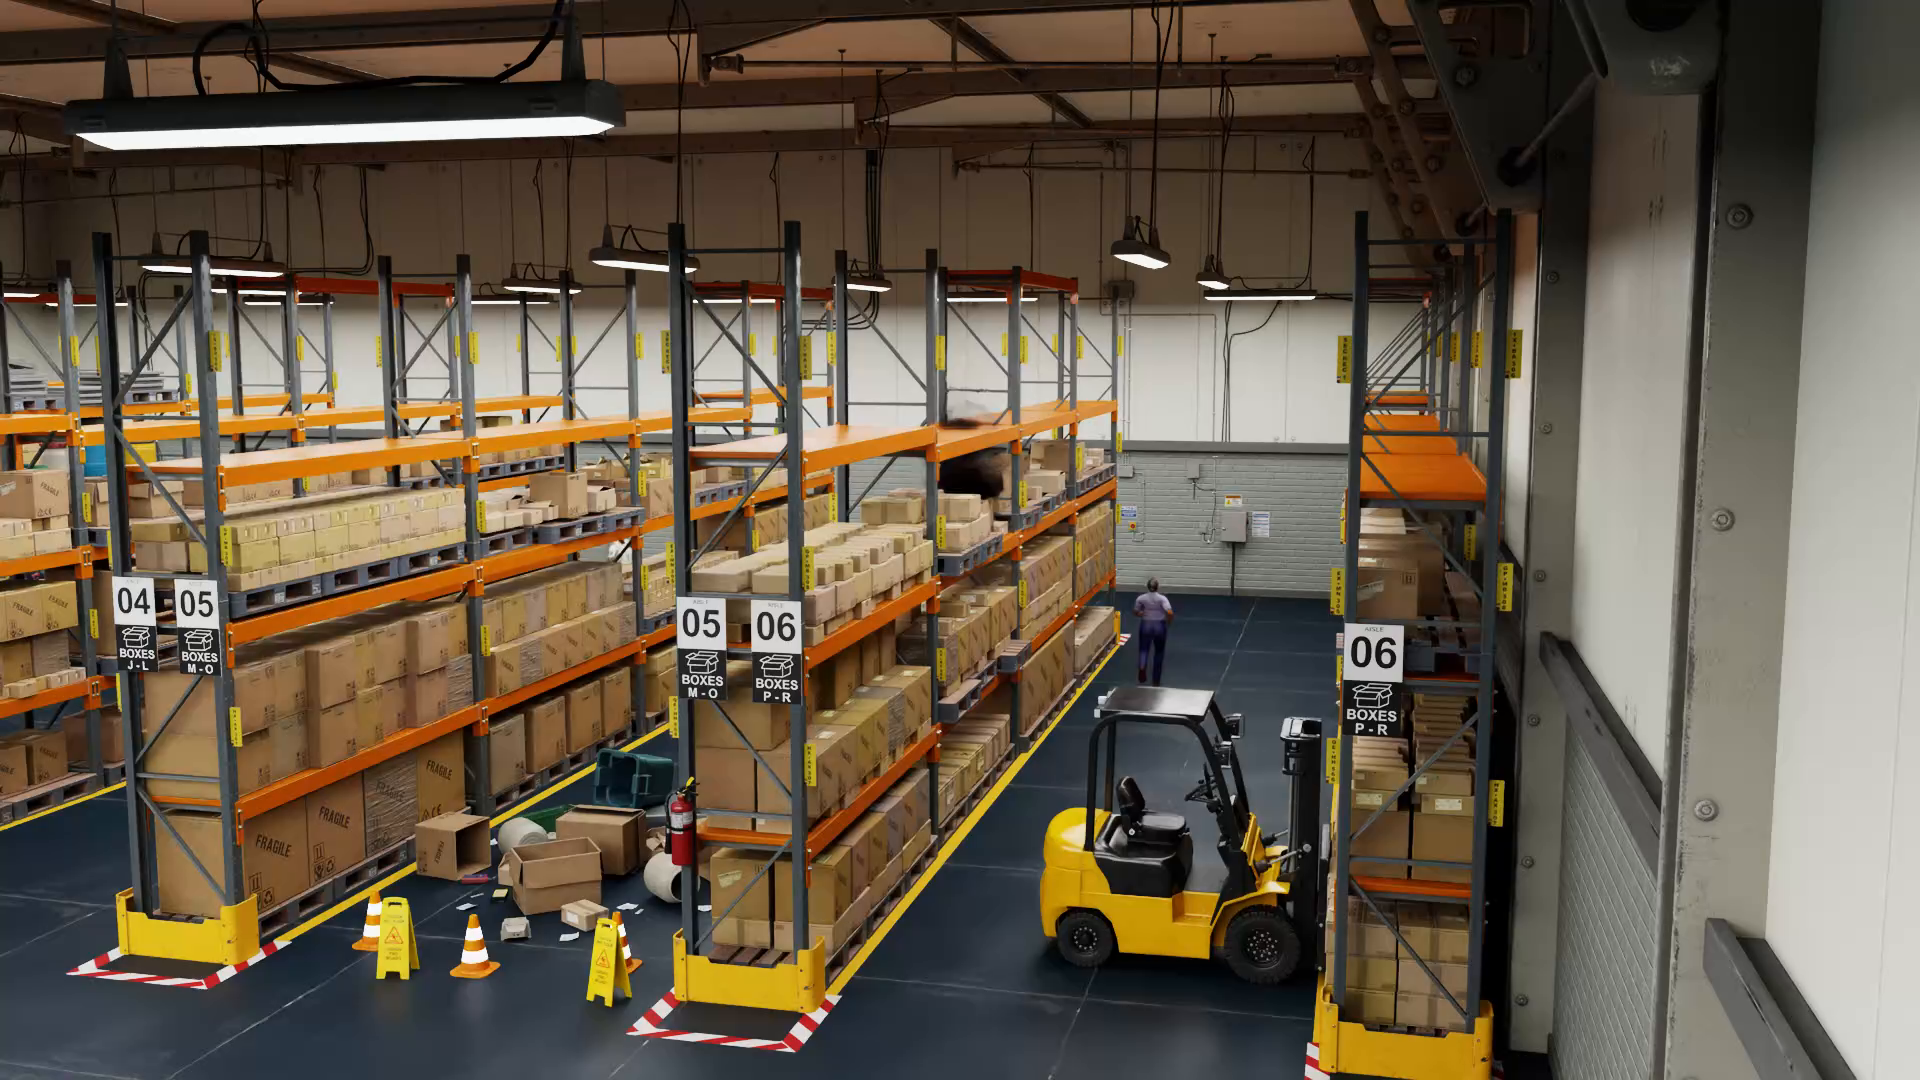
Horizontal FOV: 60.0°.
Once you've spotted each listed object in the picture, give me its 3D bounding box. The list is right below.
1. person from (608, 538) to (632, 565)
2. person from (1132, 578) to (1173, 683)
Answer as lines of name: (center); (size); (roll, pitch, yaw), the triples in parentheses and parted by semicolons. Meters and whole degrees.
person: (-6.213, 0.615, 30.880); (0.643, 1.643, 0.762); (-5, 9, -36)
person: (2.861, 1.366, 24.683); (0.620, 1.601, 0.813); (2, 7, 13)
